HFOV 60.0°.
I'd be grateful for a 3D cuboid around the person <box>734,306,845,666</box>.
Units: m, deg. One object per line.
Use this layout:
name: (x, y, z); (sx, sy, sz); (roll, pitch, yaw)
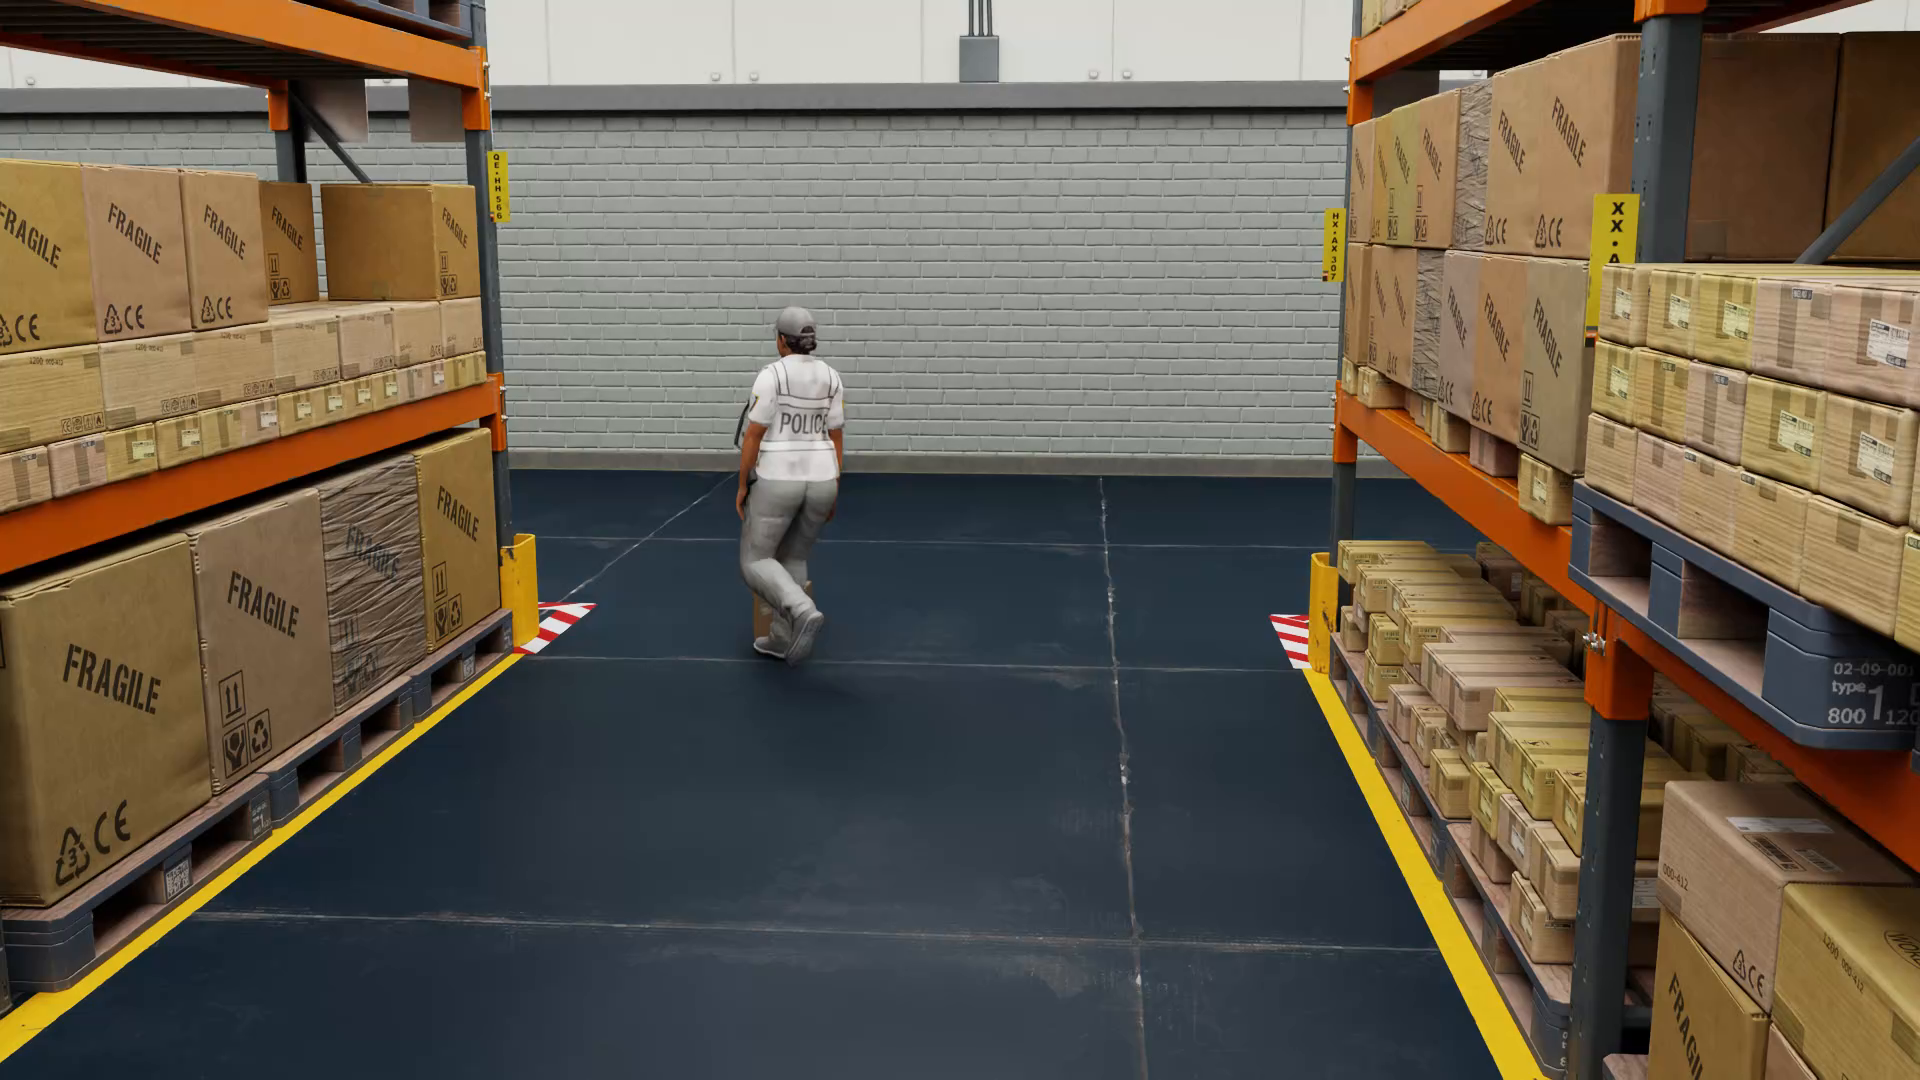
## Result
person: (-0.757, -0.236, 7.615); (0.525, 1.646, 0.717); (-9, 14, -38)
